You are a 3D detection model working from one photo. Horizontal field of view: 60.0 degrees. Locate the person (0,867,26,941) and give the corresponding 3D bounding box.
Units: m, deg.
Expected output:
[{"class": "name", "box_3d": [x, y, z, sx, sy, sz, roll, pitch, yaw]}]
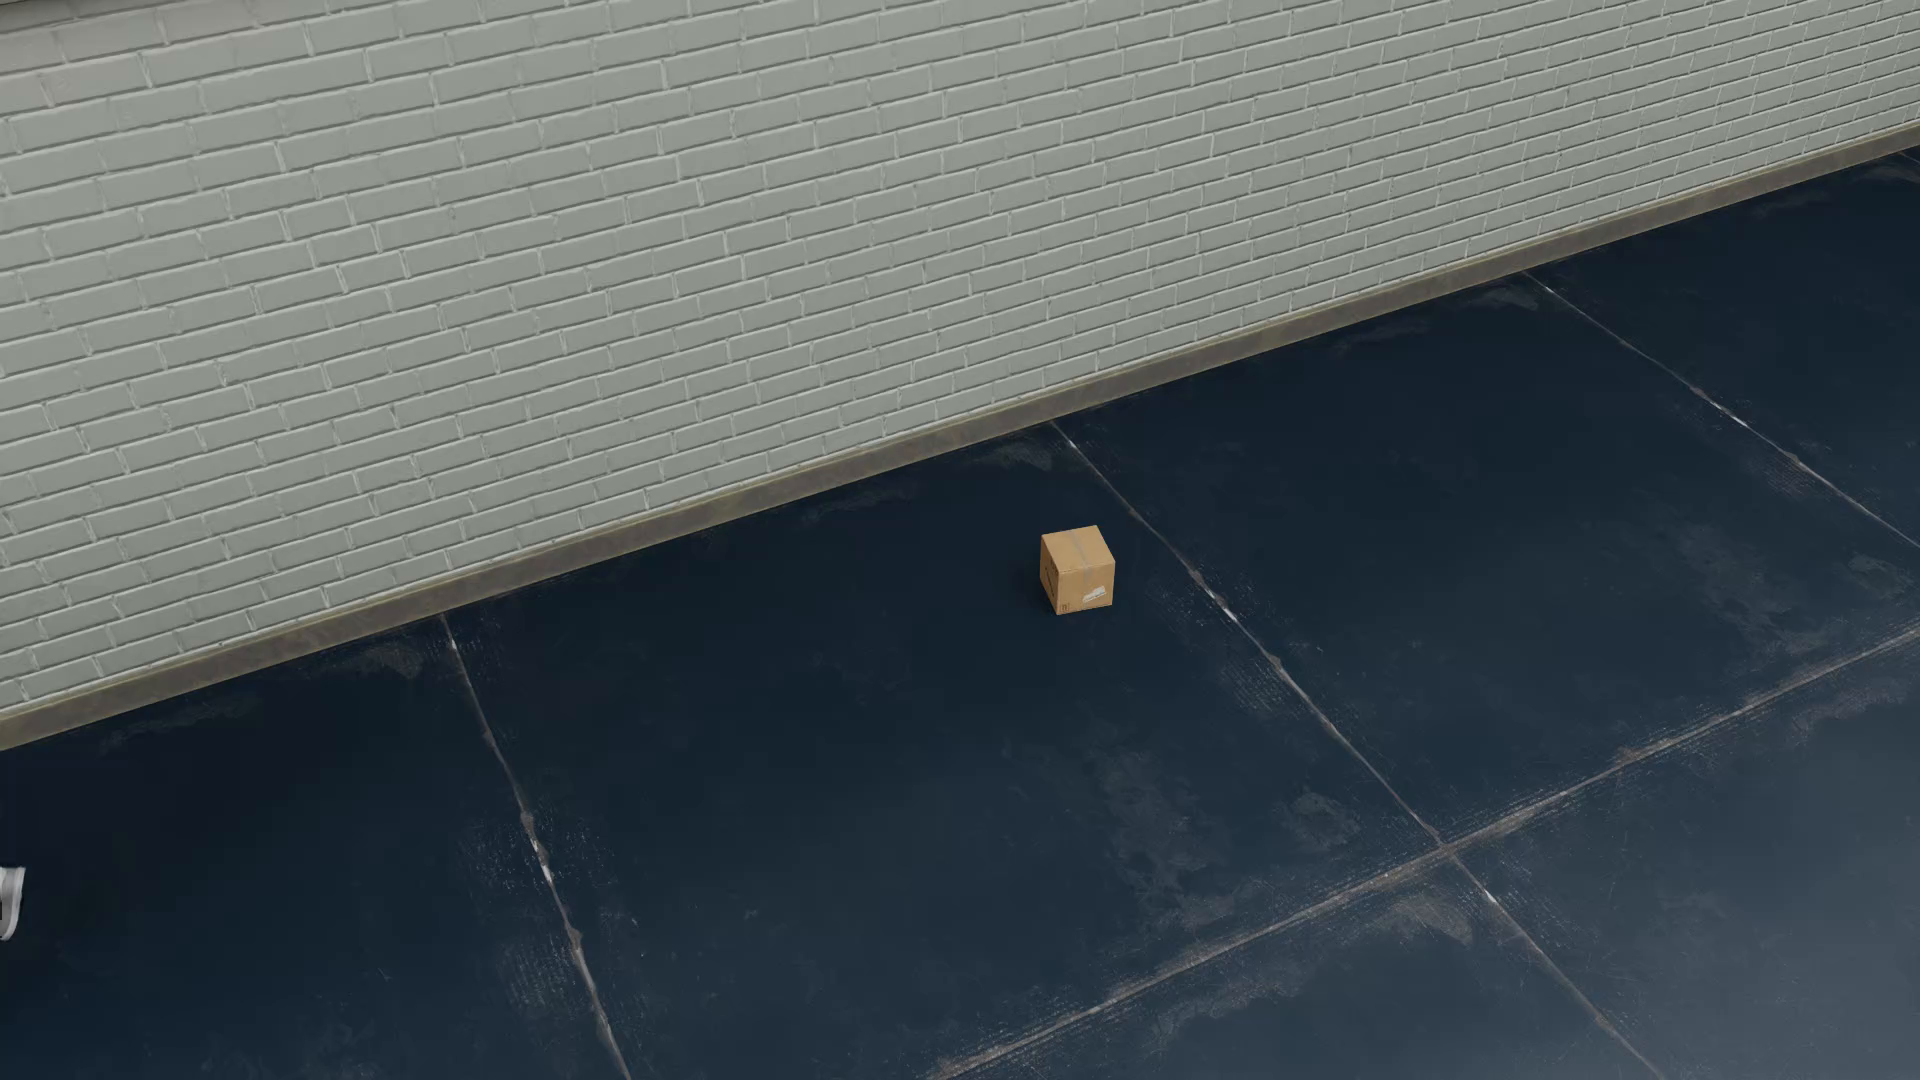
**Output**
[{"class": "person", "box_3d": [-3.419, 0.871, 5.114, 0.657, 1.758, 0.569, -20, 45, -21]}]
